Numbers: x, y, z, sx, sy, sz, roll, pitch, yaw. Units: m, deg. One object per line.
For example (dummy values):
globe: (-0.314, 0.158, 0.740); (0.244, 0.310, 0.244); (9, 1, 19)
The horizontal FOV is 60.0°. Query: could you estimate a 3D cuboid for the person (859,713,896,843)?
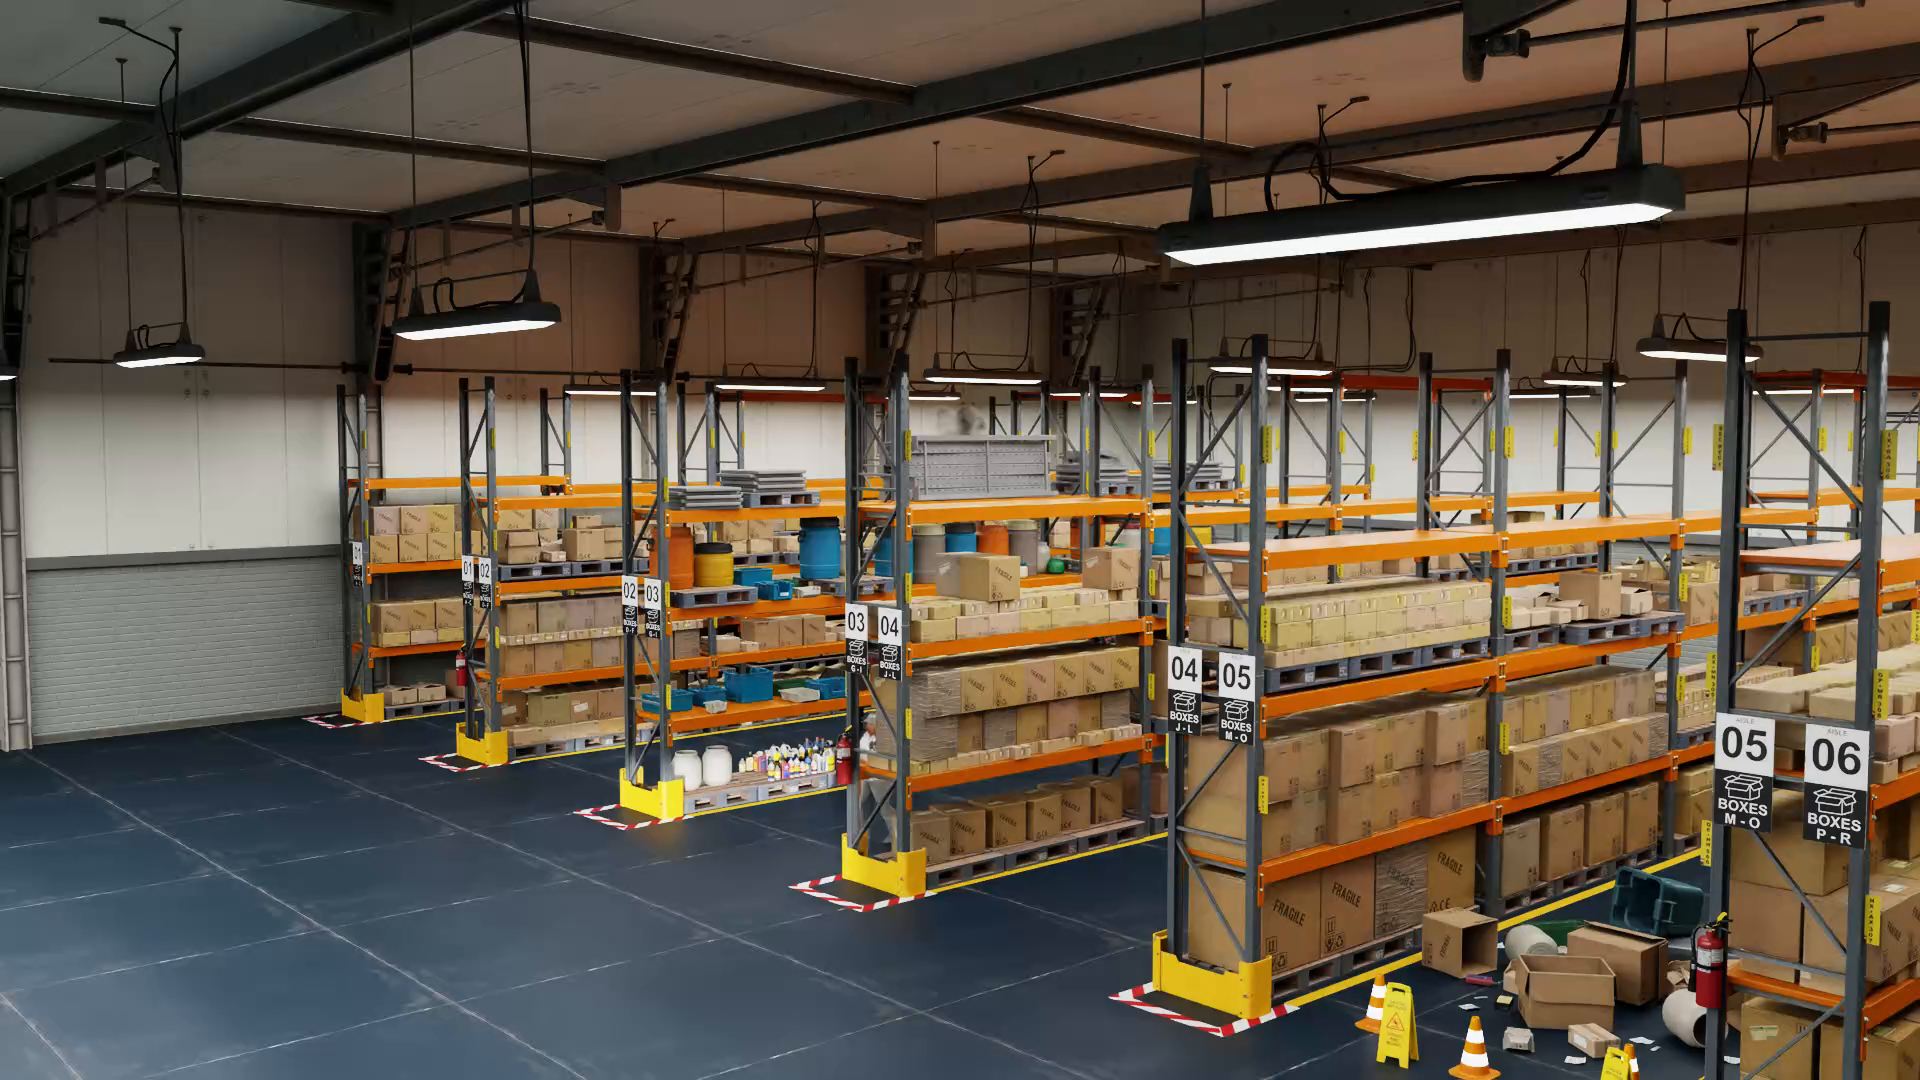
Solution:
person: (-1.050, 2.988, 20.517); (0.580, 1.729, 0.753); (3, 5, 40)
